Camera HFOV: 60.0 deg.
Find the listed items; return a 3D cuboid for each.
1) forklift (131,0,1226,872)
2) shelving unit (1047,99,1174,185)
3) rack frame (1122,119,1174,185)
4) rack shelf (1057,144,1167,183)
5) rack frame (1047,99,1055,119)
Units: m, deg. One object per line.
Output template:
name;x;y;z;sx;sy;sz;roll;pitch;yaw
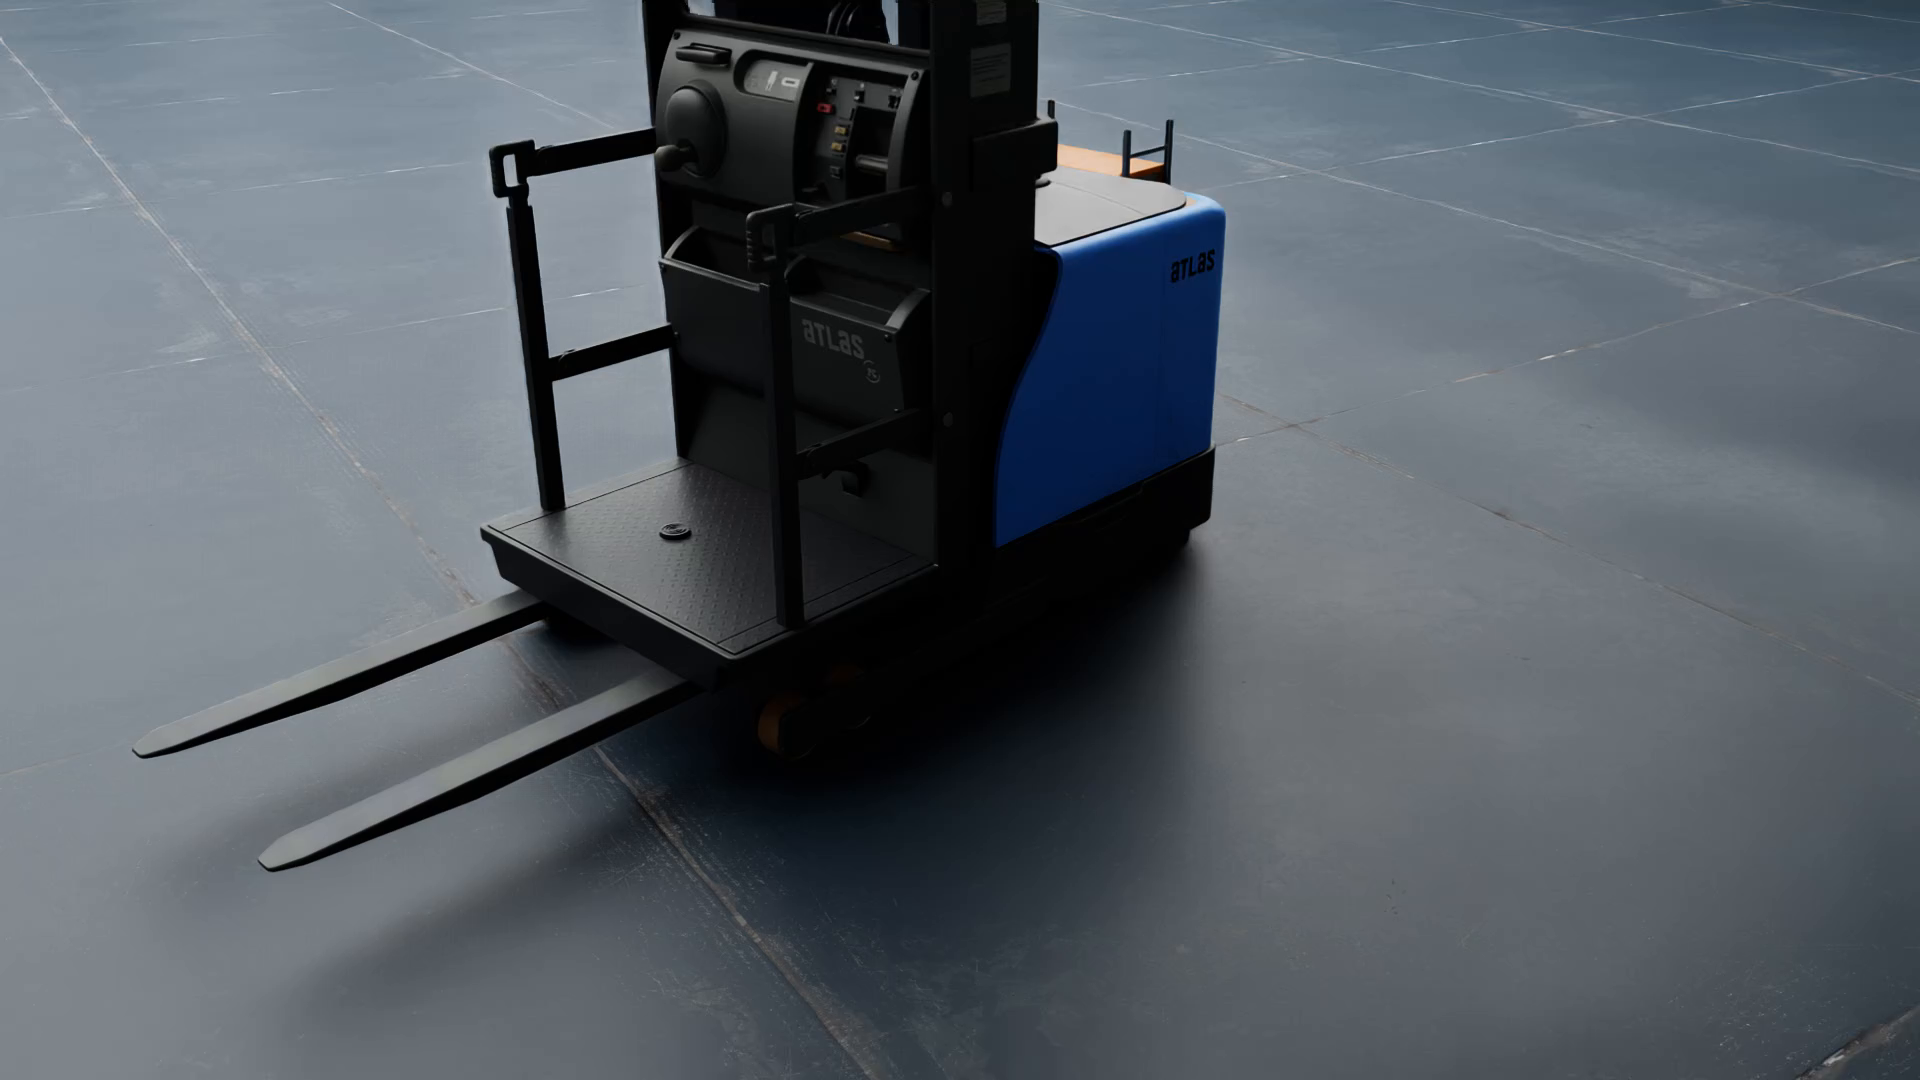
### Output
forklift;-0.585;-1.030;3.998;1.130;2.935;3.031;22;33;38
shelving unit;0.409;-0.820;5.582;0.503;1.200;0.258;22;33;38
rack frame;0.588;-0.749;5.432;0.015;1.200;0.240;22;33;38
rack shelf;0.409;-1.176;5.414;0.480;0.148;0.258;22;33;38
rack frame;0.230;-0.891;5.732;0.015;1.200;0.240;22;33;38
